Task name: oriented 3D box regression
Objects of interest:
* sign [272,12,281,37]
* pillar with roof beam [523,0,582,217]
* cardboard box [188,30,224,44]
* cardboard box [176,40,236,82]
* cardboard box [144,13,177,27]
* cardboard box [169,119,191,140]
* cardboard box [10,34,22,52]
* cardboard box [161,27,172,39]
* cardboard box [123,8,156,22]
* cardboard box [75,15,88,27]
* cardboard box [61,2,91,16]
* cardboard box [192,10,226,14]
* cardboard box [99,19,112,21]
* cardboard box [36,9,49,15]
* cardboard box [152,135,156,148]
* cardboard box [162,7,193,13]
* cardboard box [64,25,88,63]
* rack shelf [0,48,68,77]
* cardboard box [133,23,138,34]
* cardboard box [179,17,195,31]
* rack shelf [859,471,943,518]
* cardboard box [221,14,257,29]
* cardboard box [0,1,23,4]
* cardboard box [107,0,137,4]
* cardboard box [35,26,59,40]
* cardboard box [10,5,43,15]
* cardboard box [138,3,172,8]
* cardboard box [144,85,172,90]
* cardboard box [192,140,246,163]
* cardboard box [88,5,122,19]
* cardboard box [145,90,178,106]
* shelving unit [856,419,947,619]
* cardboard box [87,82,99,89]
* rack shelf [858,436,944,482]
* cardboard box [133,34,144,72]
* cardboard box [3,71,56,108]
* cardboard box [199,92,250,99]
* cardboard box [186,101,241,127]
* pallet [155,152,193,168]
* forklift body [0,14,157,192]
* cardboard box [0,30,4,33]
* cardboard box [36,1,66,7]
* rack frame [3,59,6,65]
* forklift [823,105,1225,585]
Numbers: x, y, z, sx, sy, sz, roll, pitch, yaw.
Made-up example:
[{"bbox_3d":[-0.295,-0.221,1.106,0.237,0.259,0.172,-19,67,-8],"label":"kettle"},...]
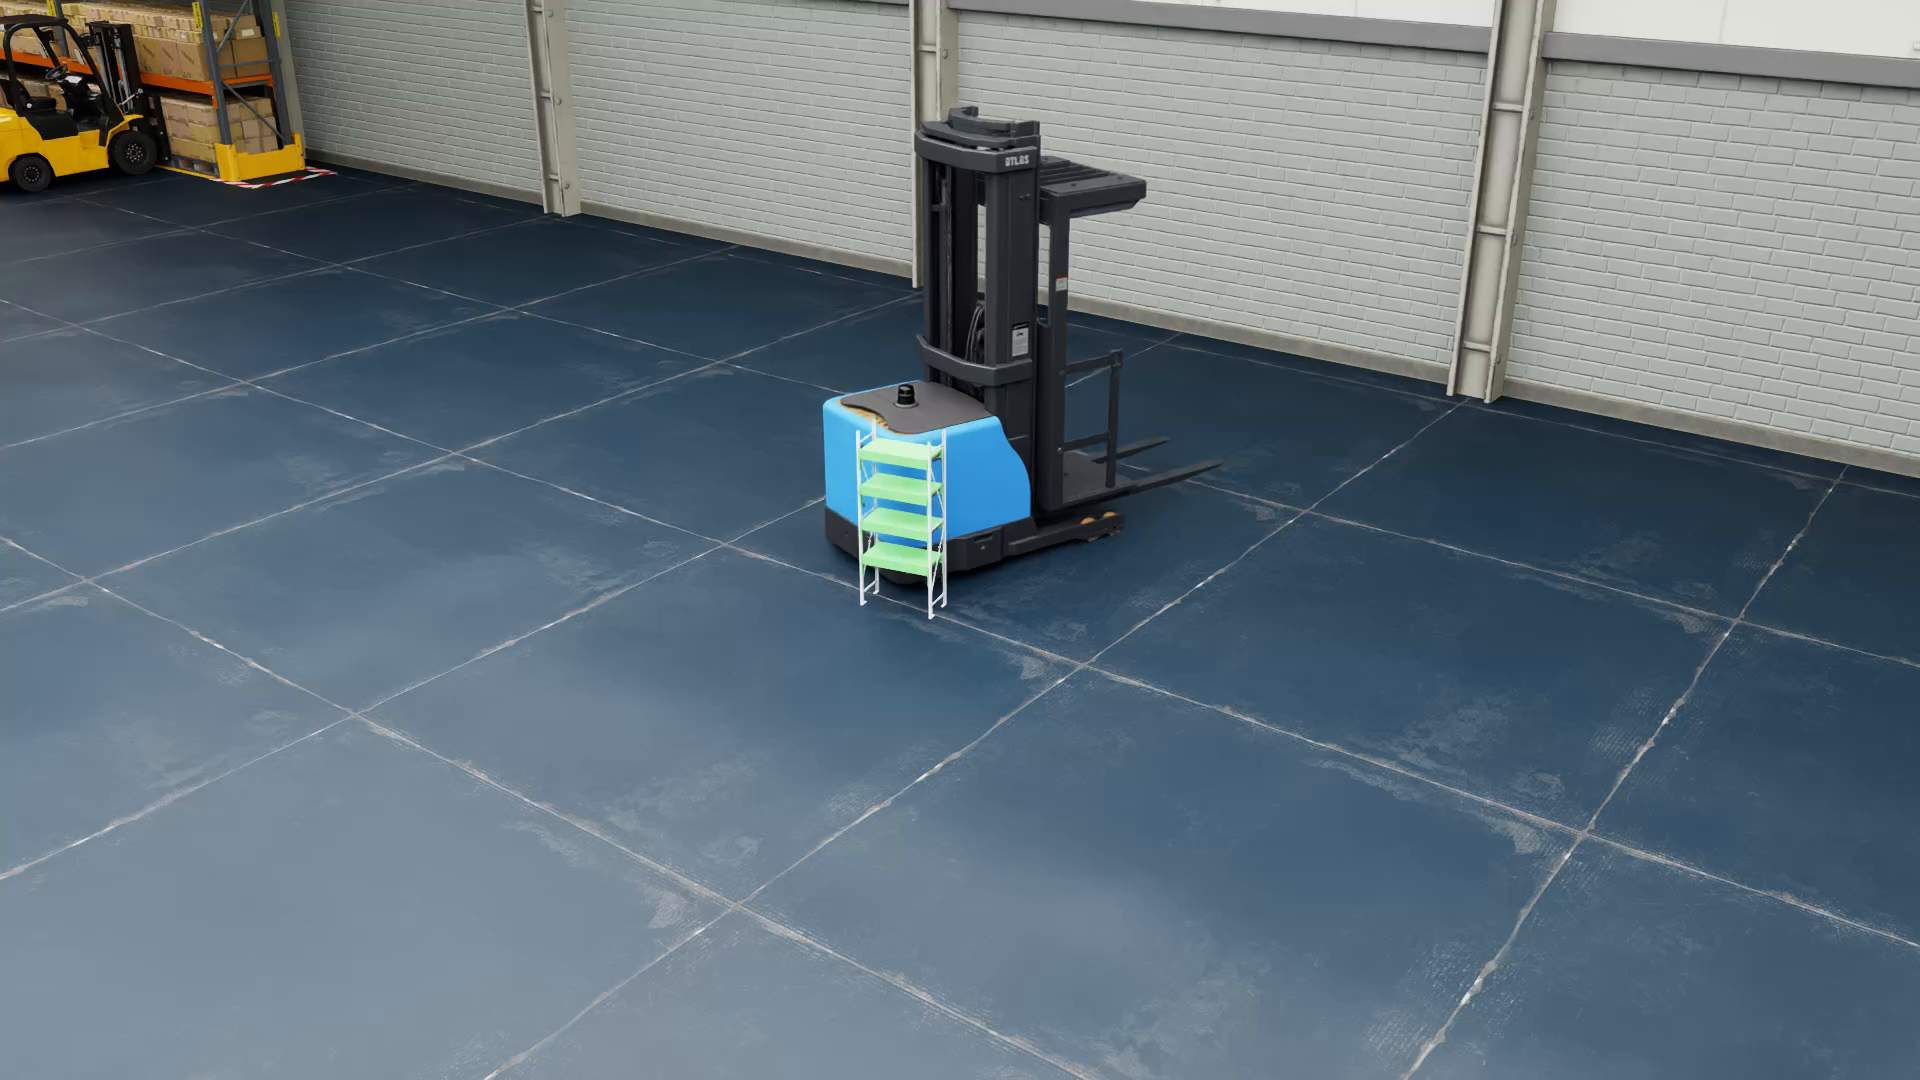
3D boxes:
[{"bbox_3d":[-9.513,-7.160,23.108,0.005,0.325,0.100,17,29,33],"label":"sign"},{"bbox_3d":[-7.648,-6.914,16.283,0.400,9.000,9.100,17,29,33],"label":"pillar with roof beam"},{"bbox_3d":[-10.296,-6.886,22.730,0.250,0.149,0.380,17,29,34],"label":"cardboard box"},{"bbox_3d":[-10.402,-6.630,22.953,0.500,0.500,0.500,16,28,32],"label":"cardboard box"},{"bbox_3d":[-11.135,-7.263,23.216,0.250,0.149,0.380,18,29,35],"label":"cardboard box"},{"bbox_3d":[-10.823,-5.854,23.586,0.500,0.250,0.500,16,29,33],"label":"cardboard box"},{"bbox_3d":[-14.396,-7.736,25.773,0.500,0.250,0.500,17,29,34],"label":"cardboard box"},{"bbox_3d":[-10.881,-7.084,23.180,0.250,0.149,0.380,17,29,33],"label":"cardboard box"},{"bbox_3d":[-11.686,-7.483,23.715,0.250,0.149,0.380,17,29,33],"label":"cardboard box"},{"bbox_3d":[-12.746,-7.636,24.431,0.250,0.149,0.380,18,29,34],"label":"cardboard box"},{"bbox_3d":[-12.974,-7.823,24.488,0.250,0.149,0.380,18,29,34],"label":"cardboard box"},{"bbox_3d":[-10.589,-7.377,23.475,0.250,0.149,0.380,17,29,34],"label":"cardboard box"},{"bbox_3d":[-12.159,-7.434,23.974,0.250,0.149,0.380,16,29,33],"label":"cardboard box"},{"bbox_3d":[-13.675,-7.927,25.093,0.250,0.149,0.380,16,29,33],"label":"cardboard box"},{"bbox_3d":[-11.632,-5.861,24.221,0.500,0.250,0.500,18,29,35],"label":"cardboard box"},{"bbox_3d":[-11.212,-7.562,23.895,0.250,0.149,0.380,17,29,34],"label":"cardboard box"},{"bbox_3d":[-12.853,-7.371,24.636,0.500,0.500,0.500,16,28,32],"label":"cardboard box"},{"bbox_3d":[-14.652,-7.672,26.333,4.000,0.370,1.077,17,29,33],"label":"rack shelf"},{"bbox_3d":[-11.483,-7.278,23.619,0.250,0.149,0.380,17,29,33],"label":"cardboard box"},{"bbox_3d":[-10.480,-7.097,22.839,0.250,0.149,0.380,17,29,33],"label":"cardboard box"},{"bbox_3d":[-0.366,-0.291,10.486,0.480,0.148,0.258,10,26,22],"label":"rack shelf"},{"bbox_3d":[-9.991,-7.179,23.025,0.250,0.149,0.380,16,28,32],"label":"cardboard box"},{"bbox_3d":[-14.869,-8.314,25.972,0.250,0.149,0.380,17,29,33],"label":"cardboard box"},{"bbox_3d":[-12.439,-7.942,24.758,0.250,0.149,0.380,16,28,32],"label":"cardboard box"},{"bbox_3d":[-13.598,-7.714,25.102,0.500,0.250,0.500,16,28,32],"label":"cardboard box"},{"bbox_3d":[-14.302,-8.108,25.503,0.250,0.149,0.380,16,28,32],"label":"cardboard box"},{"bbox_3d":[-11.786,-7.773,24.374,0.250,0.149,0.380,16,29,32],"label":"cardboard box"},{"bbox_3d":[-11.731,-6.608,24.676,0.500,0.250,0.500,17,29,34],"label":"cardboard box"},{"bbox_3d":[-10.416,-5.495,23.392,0.500,0.250,0.500,17,29,34],"label":"cardboard box"},{"bbox_3d":[-12.357,-7.635,24.060,0.250,0.149,0.380,18,29,34],"label":"cardboard box"},{"bbox_3d":[-11.629,-6.317,24.017,0.500,0.250,0.500,16,28,32],"label":"cardboard box"},{"bbox_3d":[-0.366,-0.130,10.557,0.503,1.200,0.258,10,26,22],"label":"shelving unit"},{"bbox_3d":[-12.853,-6.690,24.864,0.500,0.250,0.500,16,29,33],"label":"cardboard box"},{"bbox_3d":[-0.366,-0.511,10.389,0.480,0.148,0.258,10,26,22],"label":"rack shelf"},{"bbox_3d":[-11.631,-7.000,23.793,0.500,0.500,0.500,17,29,34],"label":"cardboard box"},{"bbox_3d":[-14.695,-7.116,26.606,0.625,0.625,0.875,15,28,31],"label":"cardboard box"},{"bbox_3d":[-10.524,-6.238,23.837,0.500,0.250,0.500,17,29,33],"label":"cardboard box"},{"bbox_3d":[-10.406,-5.952,23.188,0.500,0.250,0.500,18,29,35],"label":"cardboard box"},{"bbox_3d":[-11.460,-5.740,24.517,1.213,0.211,1.003,17,29,33],"label":"pallet"},{"bbox_3d":[-12.462,-6.031,22.771,1.214,2.155,2.313,17,29,33],"label":"forklift body"},{"bbox_3d":[-14.812,-8.089,25.955,0.500,0.250,0.500,17,29,34],"label":"cardboard box"},{"bbox_3d":[-14.193,-8.339,26.028,0.250,0.149,0.380,17,29,33],"label":"cardboard box"},{"bbox_3d":[-16.252,-8.484,27.286,0.127,3.000,1.000,17,29,33],"label":"rack frame"},{"bbox_3d":[0.561,-1.489,11.495,3.031,2.935,1.130,-16,28,-31],"label":"forklift"}]
